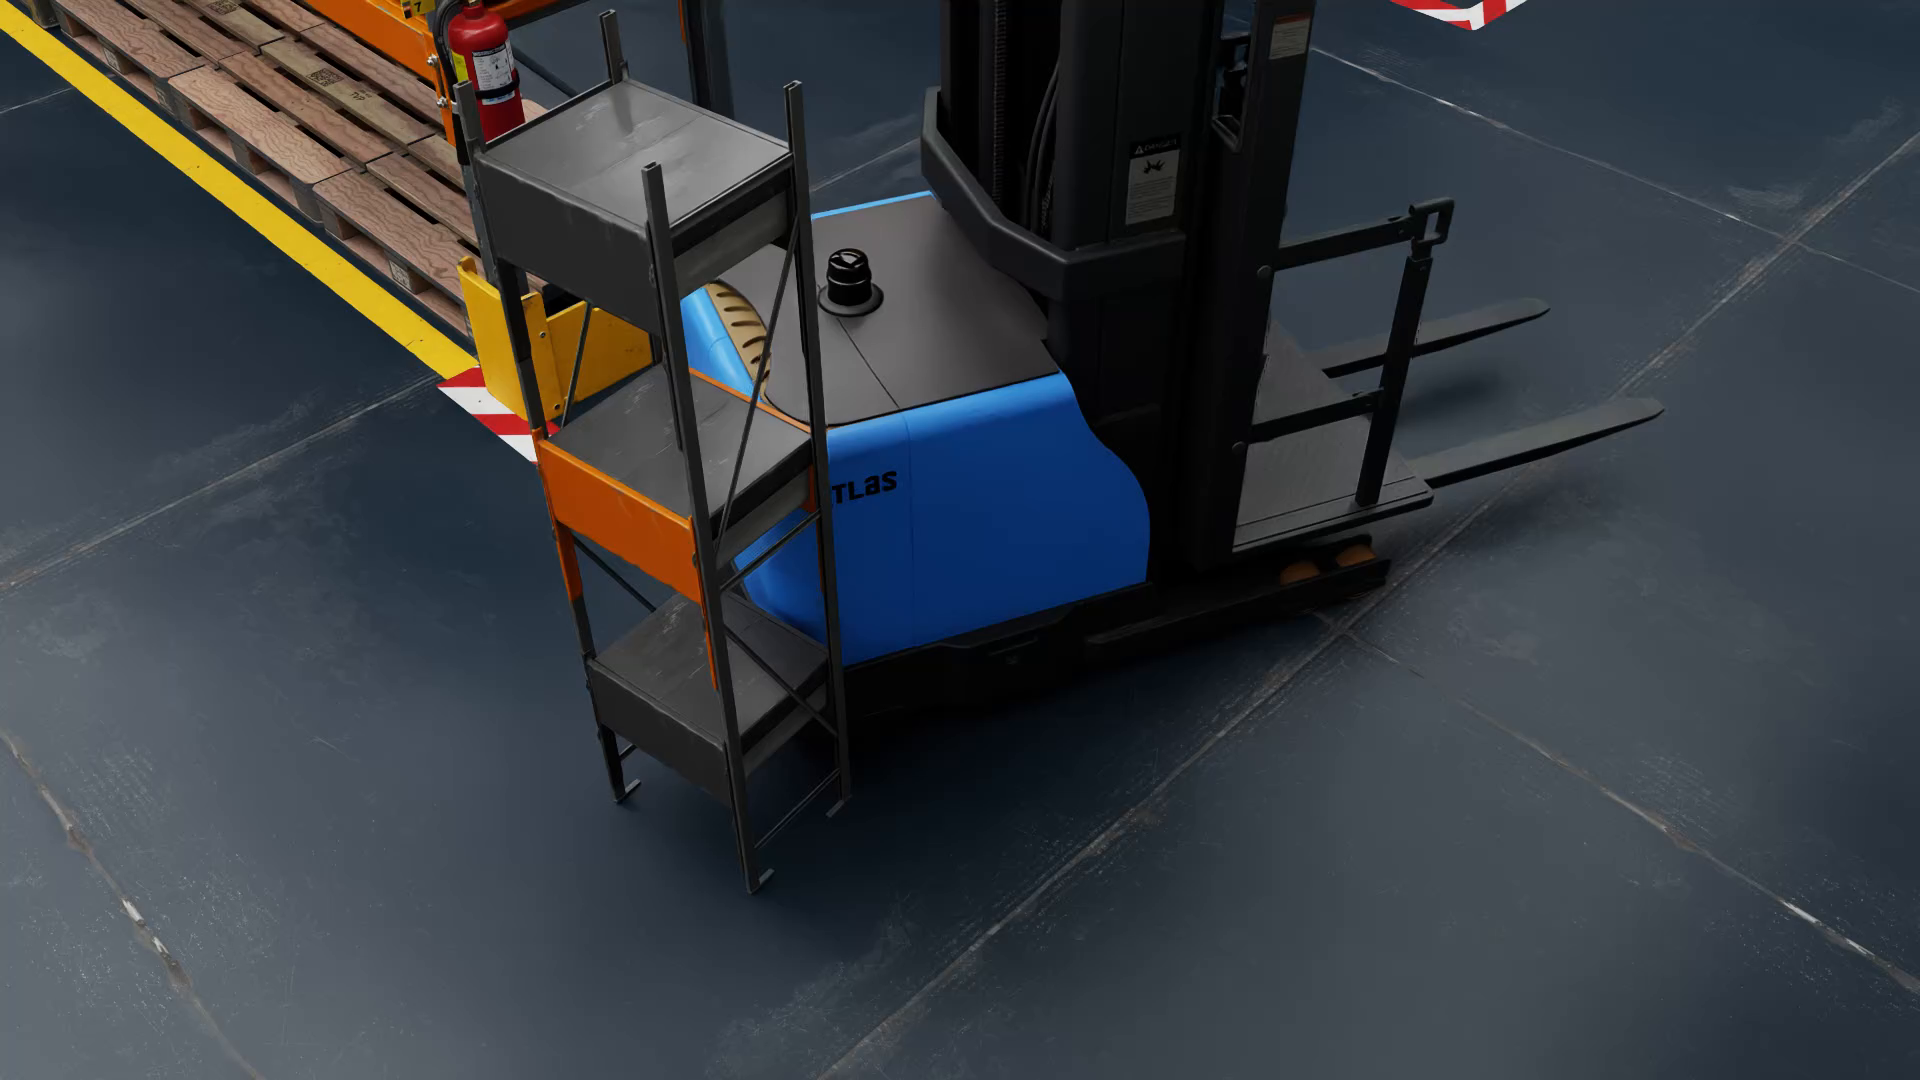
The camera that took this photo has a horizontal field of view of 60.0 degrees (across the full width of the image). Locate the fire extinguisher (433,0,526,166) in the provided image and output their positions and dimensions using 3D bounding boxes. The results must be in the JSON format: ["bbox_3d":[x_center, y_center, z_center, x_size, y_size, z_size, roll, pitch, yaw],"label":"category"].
[{"bbox_3d":[-1.396,-1.394,4.880,0.296,0.674,0.183,-34,53,-31],"label":"fire extinguisher"}]

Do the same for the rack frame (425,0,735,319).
[{"bbox_3d":[-1.181,-1.850,5.042,1.000,3.000,0.127,-34,53,-31],"label":"rack frame"}]

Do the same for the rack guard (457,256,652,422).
[{"bbox_3d":[-1.155,-0.927,5.884,1.175,0.500,0.348,-34,53,-31],"label":"rack guard"}]

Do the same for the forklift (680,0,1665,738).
[{"bbox_3d":[0.754,-1.168,4.354,3.031,2.935,1.130,-15,45,-16],"label":"forklift"}]

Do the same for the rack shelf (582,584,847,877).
[{"bbox_3d":[-0.613,0.455,4.263,0.480,0.518,0.431,27,49,26],"label":"rack shelf"}]

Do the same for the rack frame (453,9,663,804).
[{"bbox_3d":[-0.807,-0.170,3.887,0.015,2.100,0.400,27,49,26],"label":"rack frame"}]

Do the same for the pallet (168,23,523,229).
[{"bbox_3d":[-2.593,-1.827,7.071,1.003,0.211,1.213,-34,53,-31],"label":"pallet"}]

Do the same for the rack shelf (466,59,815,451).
[{"bbox_3d":[-0.613,-0.574,3.312,0.480,0.518,0.431,27,49,26],"label":"rack shelf"}]

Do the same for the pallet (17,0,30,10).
[{"bbox_3d":[-4.521,-3.139,8.491,1.003,0.211,1.213,-34,53,-31],"label":"pallet"}]

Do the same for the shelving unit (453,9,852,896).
[{"bbox_3d":[-0.613,-0.070,3.778,0.503,2.100,0.431,27,49,26],"label":"shelving unit"}]

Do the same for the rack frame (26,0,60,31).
[{"bbox_3d":[-4.005,-3.772,7.122,1.000,3.000,0.127,-34,53,-31],"label":"rack frame"}]

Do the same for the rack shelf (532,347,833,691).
[{"bbox_3d":[-0.613,-0.060,3.787,0.480,0.518,0.431,27,49,26],"label":"rack shelf"}]

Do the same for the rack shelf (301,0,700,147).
[{"bbox_3d":[-2.593,-2.547,6.326,1.077,0.370,4.000,-34,53,-31],"label":"rack shelf"}]

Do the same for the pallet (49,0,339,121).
[{"bbox_3d":[-3.459,-2.413,7.706,1.003,0.211,1.213,-34,53,-31],"label":"pallet"}]

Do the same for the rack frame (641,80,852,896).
[{"bbox_3d":[-0.419,0.031,3.669,0.015,2.100,0.400,27,49,26],"label":"rack frame"}]

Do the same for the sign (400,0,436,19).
[{"bbox_3d":[-1.559,-1.638,4.693,0.100,0.325,0.005,-34,53,-31],"label":"sign"}]

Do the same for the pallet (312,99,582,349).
[{"bbox_3d":[-1.736,-1.241,6.437,1.003,0.211,1.213,-34,53,-31],"label":"pallet"}]
